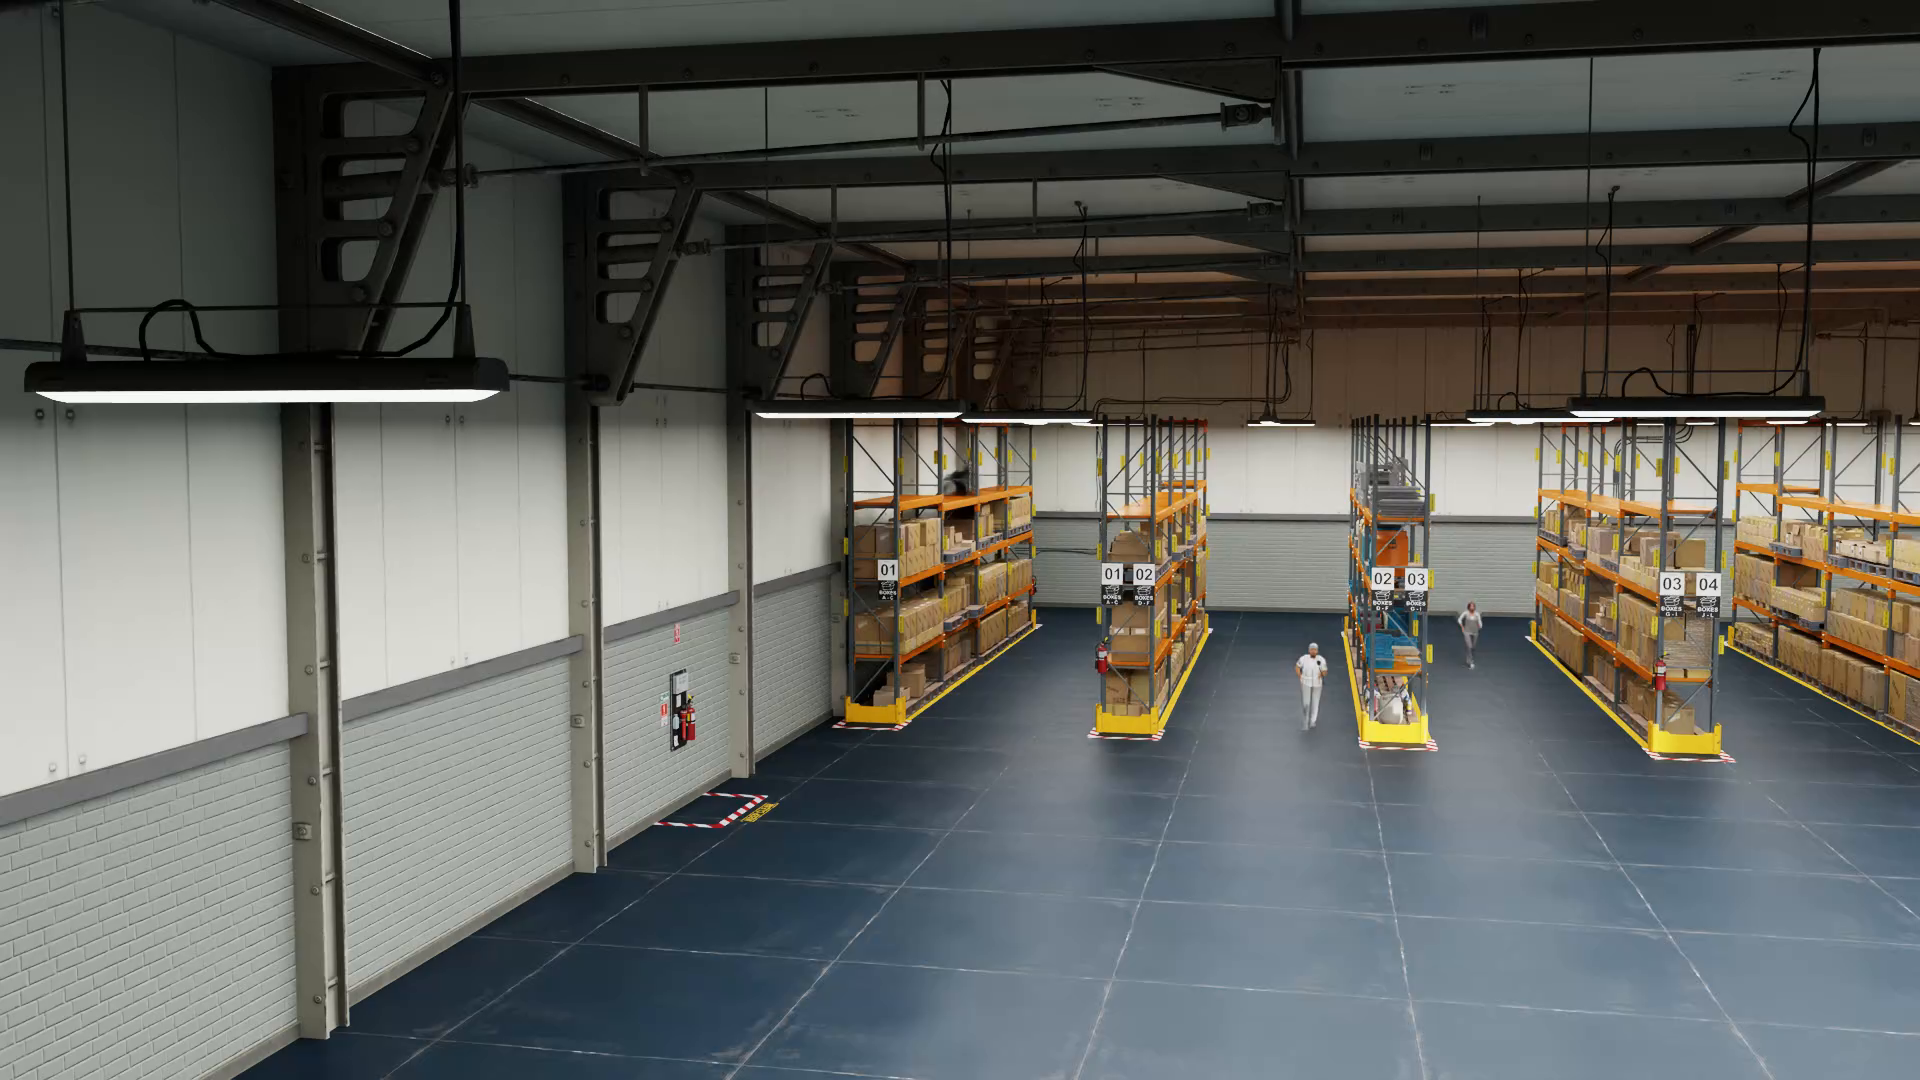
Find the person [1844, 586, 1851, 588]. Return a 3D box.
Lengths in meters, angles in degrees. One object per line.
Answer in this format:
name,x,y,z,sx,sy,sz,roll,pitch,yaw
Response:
person,22.189,2.032,41.631,0.685,1.767,1.001,0,4,6

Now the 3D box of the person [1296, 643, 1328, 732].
person,6.695,2.809,31.633,0.579,1.719,0.728,0,4,7

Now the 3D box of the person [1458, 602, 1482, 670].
person,12.266,2.278,39.968,0.541,1.597,0.821,0,4,4
